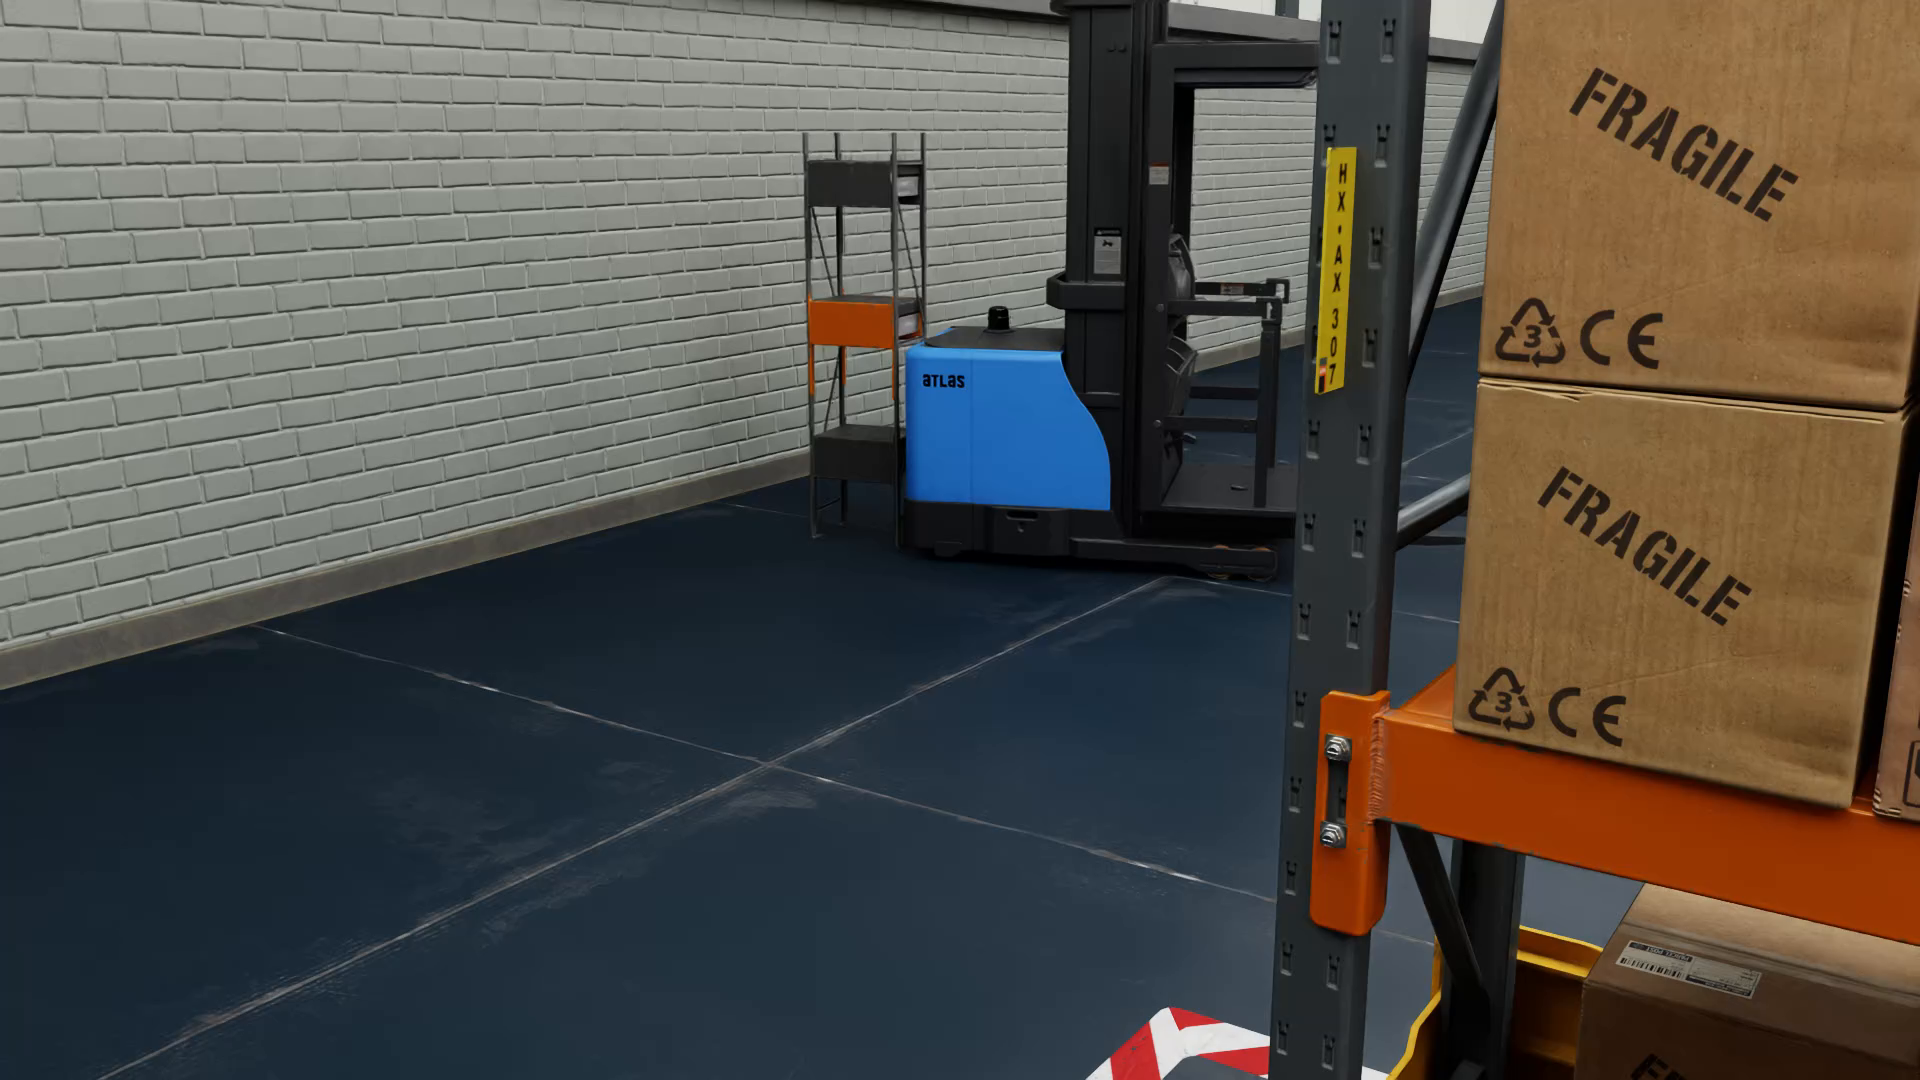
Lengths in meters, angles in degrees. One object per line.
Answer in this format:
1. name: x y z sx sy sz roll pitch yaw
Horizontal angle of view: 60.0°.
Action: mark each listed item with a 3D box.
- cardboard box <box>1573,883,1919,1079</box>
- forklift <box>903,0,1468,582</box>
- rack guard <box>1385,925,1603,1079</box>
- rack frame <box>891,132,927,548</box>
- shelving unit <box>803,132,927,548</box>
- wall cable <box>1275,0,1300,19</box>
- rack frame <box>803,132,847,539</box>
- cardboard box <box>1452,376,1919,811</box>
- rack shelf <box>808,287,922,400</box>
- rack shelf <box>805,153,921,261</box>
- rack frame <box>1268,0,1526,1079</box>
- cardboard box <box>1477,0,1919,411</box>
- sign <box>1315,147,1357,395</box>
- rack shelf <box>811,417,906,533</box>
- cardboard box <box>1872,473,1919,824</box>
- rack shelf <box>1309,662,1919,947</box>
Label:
1. cardboard box: 1.401 0.972 2.942 0.500 0.500 0.500 9 17 33
2. forklift: 1.287 -1.361 8.222 3.031 2.935 1.130 3 14 12
3. rack guard: 0.875 1.172 3.050 0.348 0.500 1.175 9 17 33
4. rack frame: -0.256 -1.023 8.587 0.015 2.100 0.400 6 15 21
5. shelving unit: -0.482 -1.045 8.676 0.503 2.100 0.431 6 15 21
6. wall cable: 3.576 -7.946 15.500 0.120 5.999 2.277 9 17 33
7. rack frame: -0.708 -1.067 8.764 0.015 2.100 0.400 6 15 21
8. cardboard box: 1.033 0.012 2.326 0.500 0.500 0.500 10 17 34
9. rack shelf: -0.482 -1.032 8.679 0.480 0.518 0.431 6 15 21
10. rack shelf: -0.482 -1.711 8.511 0.480 0.518 0.431 6 15 21
11. rack frame: 0.811 -0.051 2.788 0.053 2.616 0.949 9 17 33
12. cardboard box: 1.033 -0.474 2.206 0.500 0.500 0.500 10 17 34
13. sign: 0.510 -0.364 2.250 0.005 0.325 0.100 9 17 33
14. rack shelf: -0.482 -0.352 8.847 0.480 0.518 0.431 6 15 21
15. cardboard box: 1.465 0.080 2.051 0.500 0.500 0.500 9 17 32
16. rack shelf: 2.472 0.565 1.794 4.000 0.370 1.077 9 17 33
